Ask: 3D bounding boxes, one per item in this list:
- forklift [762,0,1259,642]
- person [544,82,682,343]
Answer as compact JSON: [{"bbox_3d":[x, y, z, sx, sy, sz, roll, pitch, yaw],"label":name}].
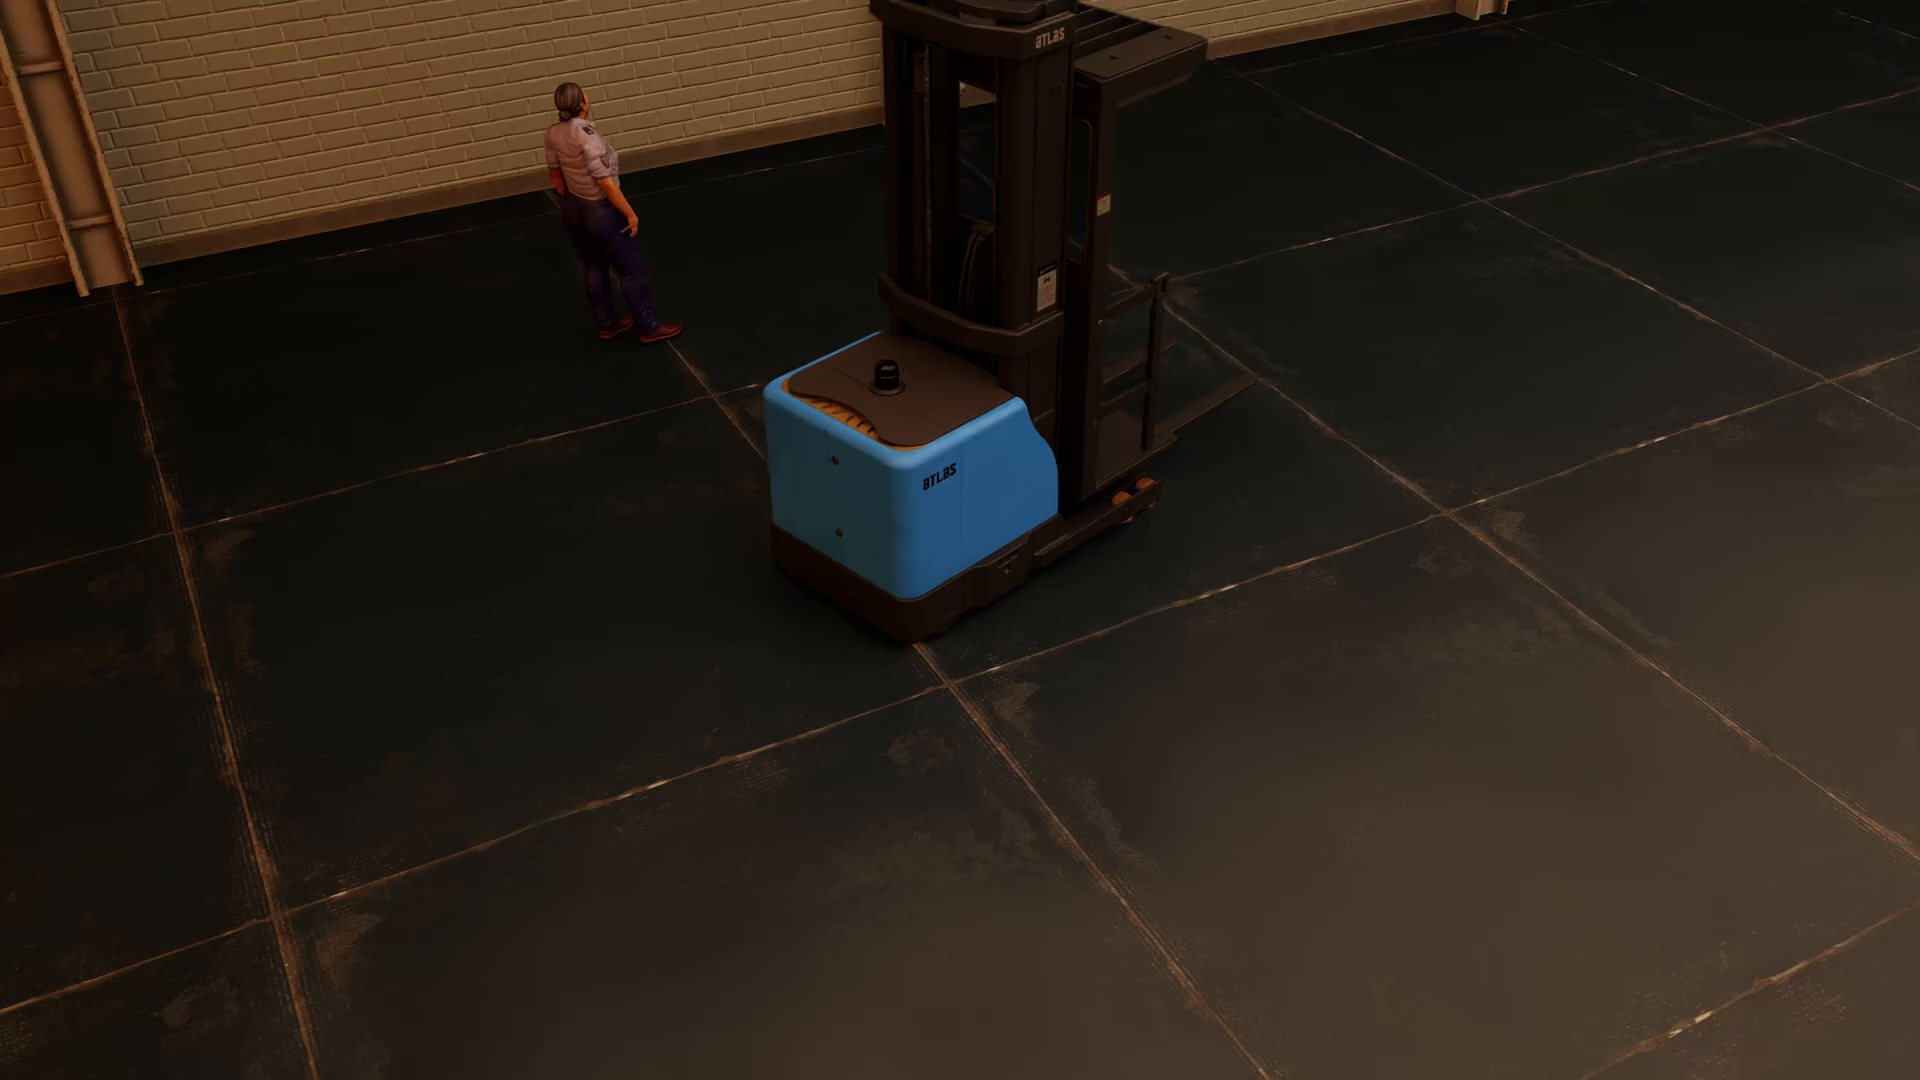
[{"bbox_3d":[0.438,-1.469,8.202,1.130,2.935,3.031,29,45,35],"label":"forklift"},{"bbox_3d":[-2.116,-1.980,10.025,0.597,1.650,0.504,22,41,28],"label":"person"}]
